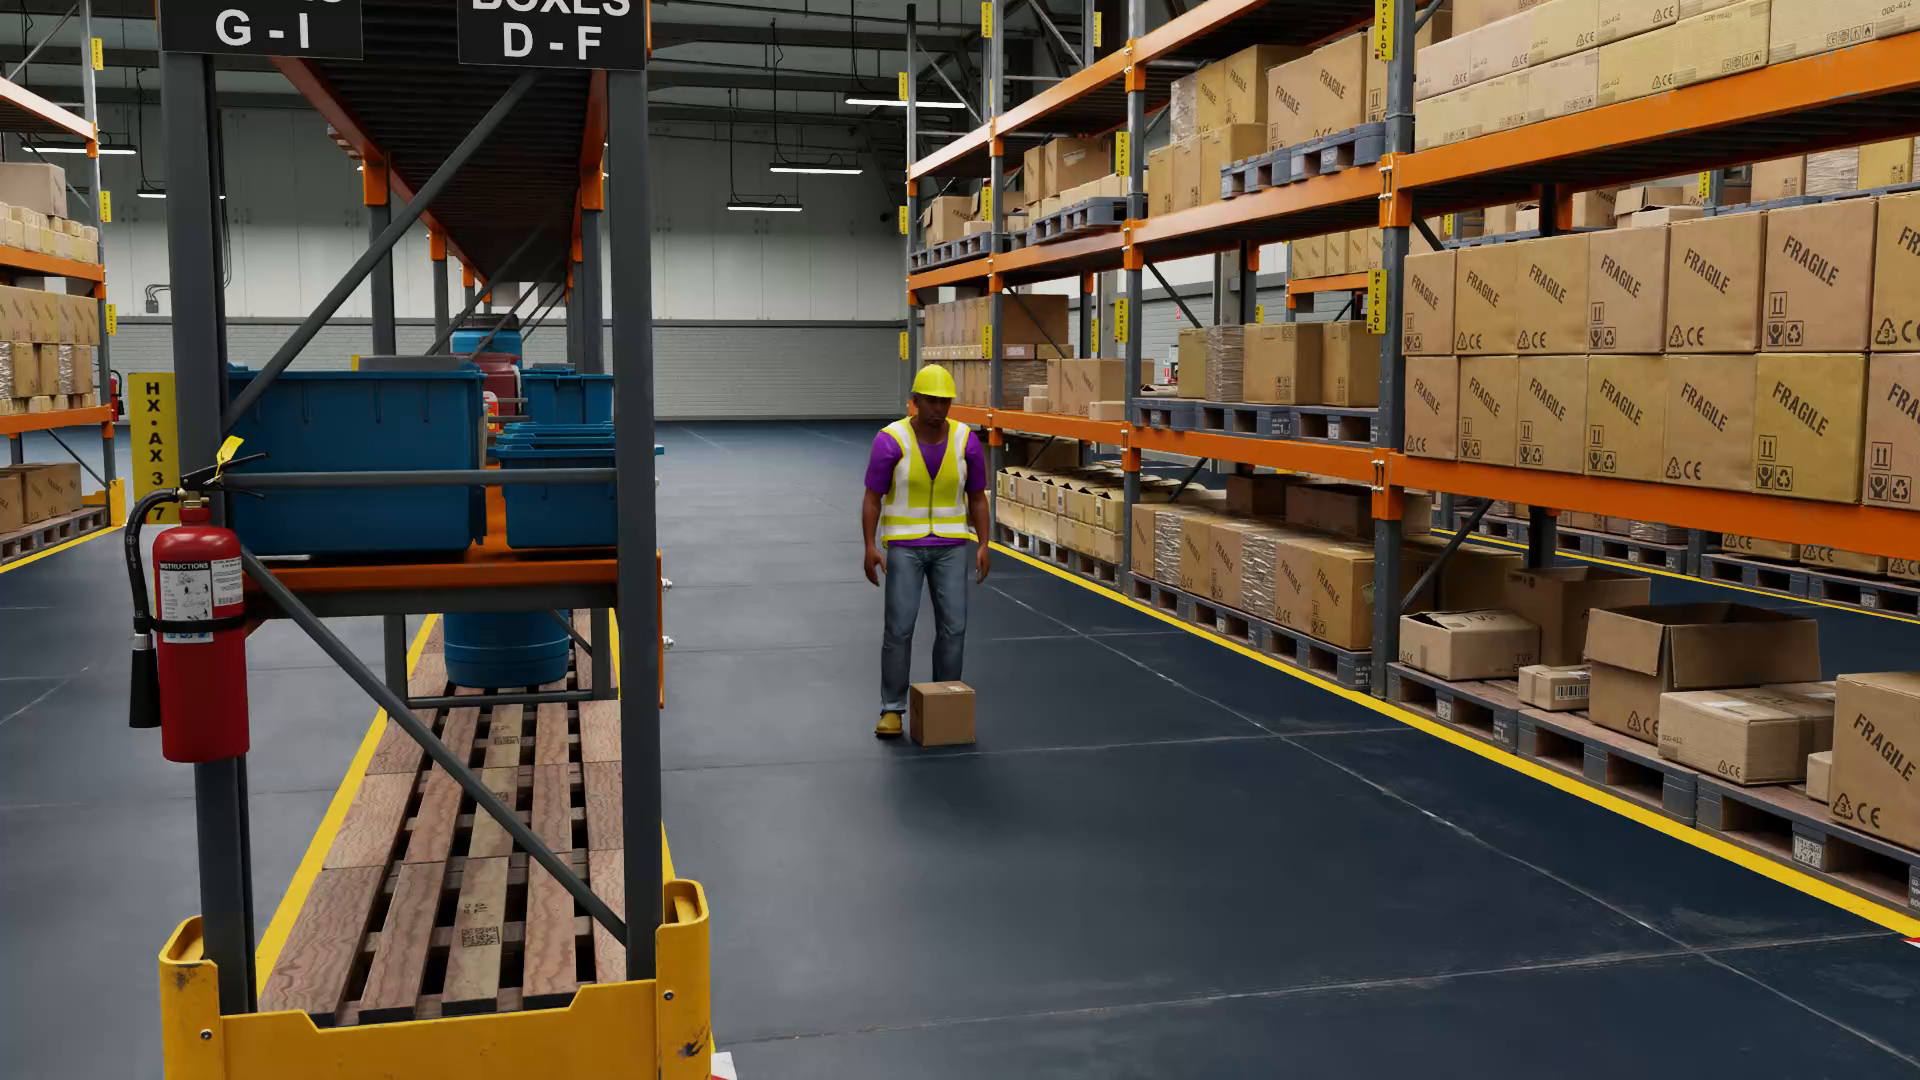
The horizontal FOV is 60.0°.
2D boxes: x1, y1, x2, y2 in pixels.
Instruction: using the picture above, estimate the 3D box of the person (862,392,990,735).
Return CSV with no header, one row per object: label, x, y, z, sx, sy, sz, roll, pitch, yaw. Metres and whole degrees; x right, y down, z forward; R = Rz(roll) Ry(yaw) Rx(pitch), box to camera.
person,-10.403,-2.941,1.792,23.269,9.002,7.009,-1,6,-13
